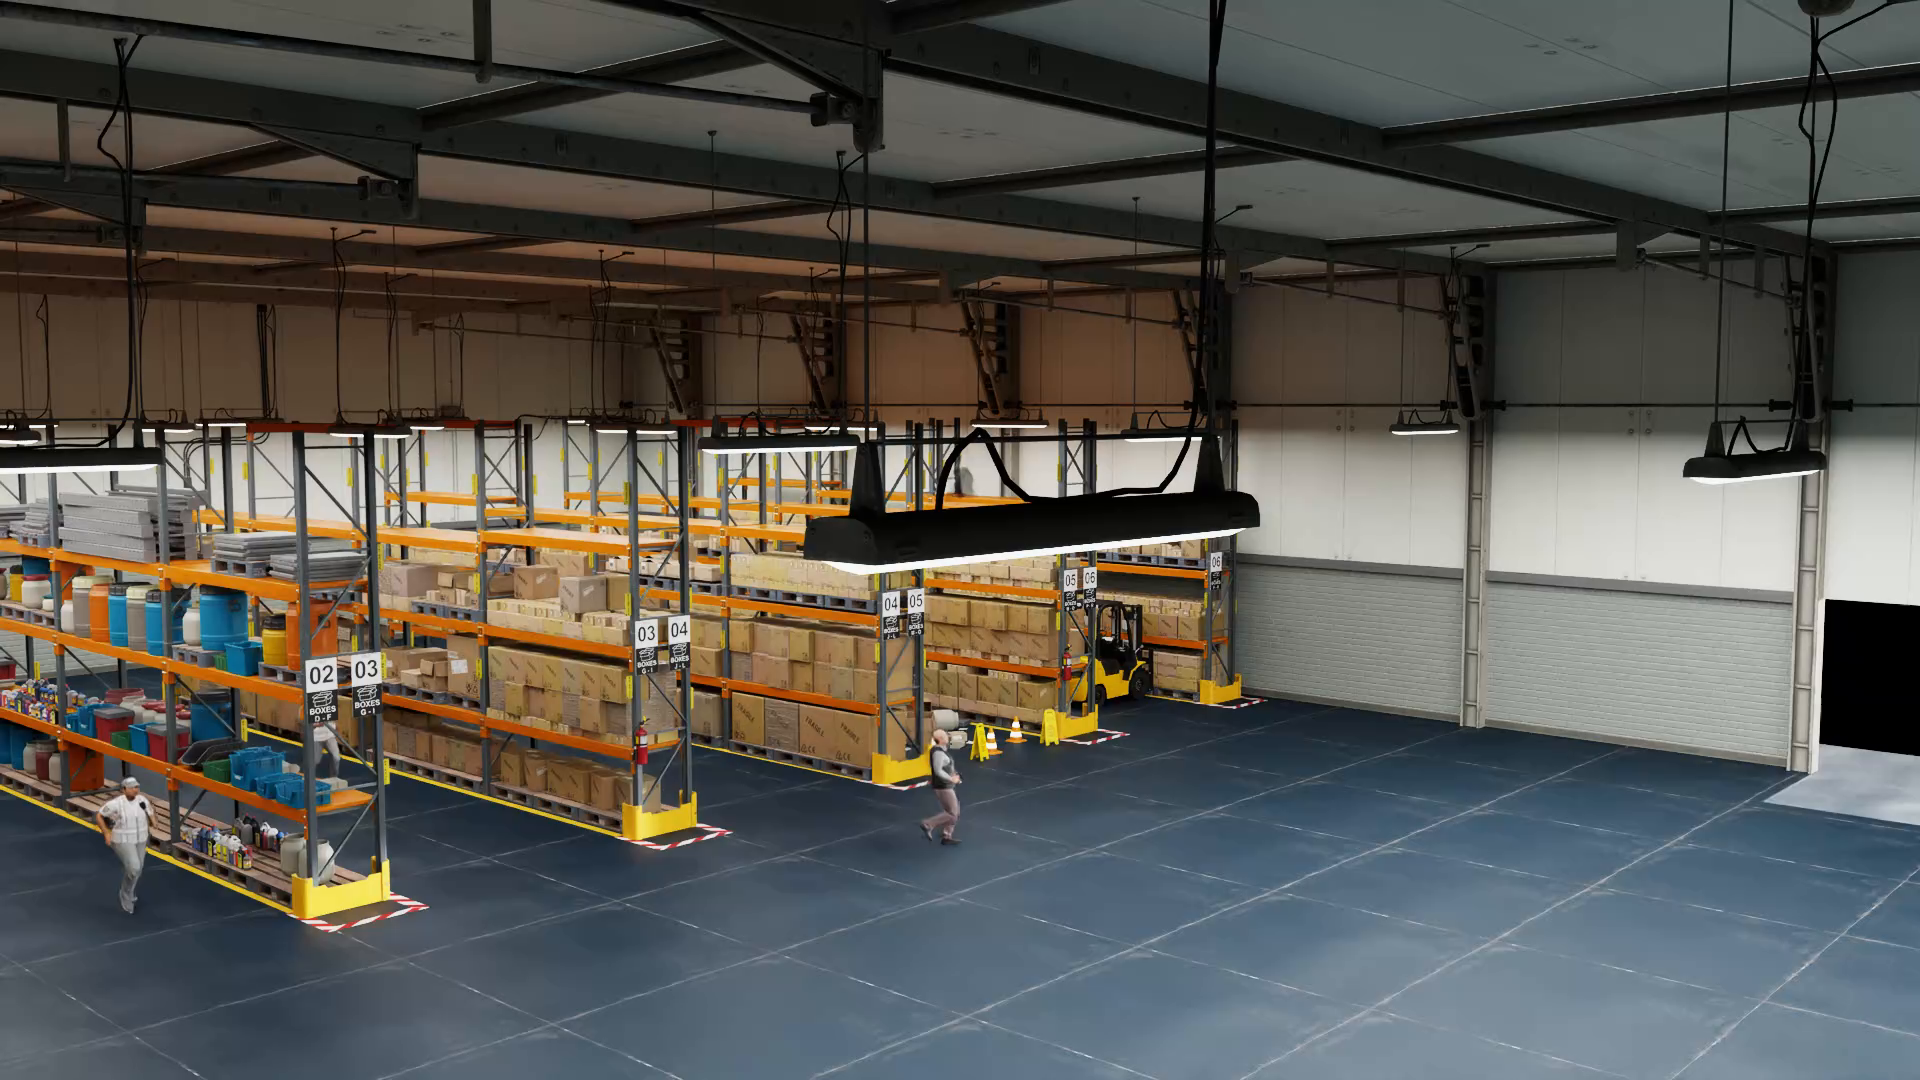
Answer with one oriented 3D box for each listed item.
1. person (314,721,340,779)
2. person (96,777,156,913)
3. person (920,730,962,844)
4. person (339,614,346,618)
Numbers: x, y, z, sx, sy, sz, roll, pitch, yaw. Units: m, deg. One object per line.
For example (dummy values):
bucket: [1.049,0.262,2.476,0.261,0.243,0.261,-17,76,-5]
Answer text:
person: [-10.339,3.245,26.948,0.782,1.828,0.674,4,6,41]
person: [-10.369,3.802,20.836,0.747,1.670,0.594,3,5,31]
person: [-0.284,3.546,23.846,0.620,1.674,0.661,-1,5,-7]
person: [-13.928,2.600,37.427,0.626,1.389,0.738,-2,5,-23]
